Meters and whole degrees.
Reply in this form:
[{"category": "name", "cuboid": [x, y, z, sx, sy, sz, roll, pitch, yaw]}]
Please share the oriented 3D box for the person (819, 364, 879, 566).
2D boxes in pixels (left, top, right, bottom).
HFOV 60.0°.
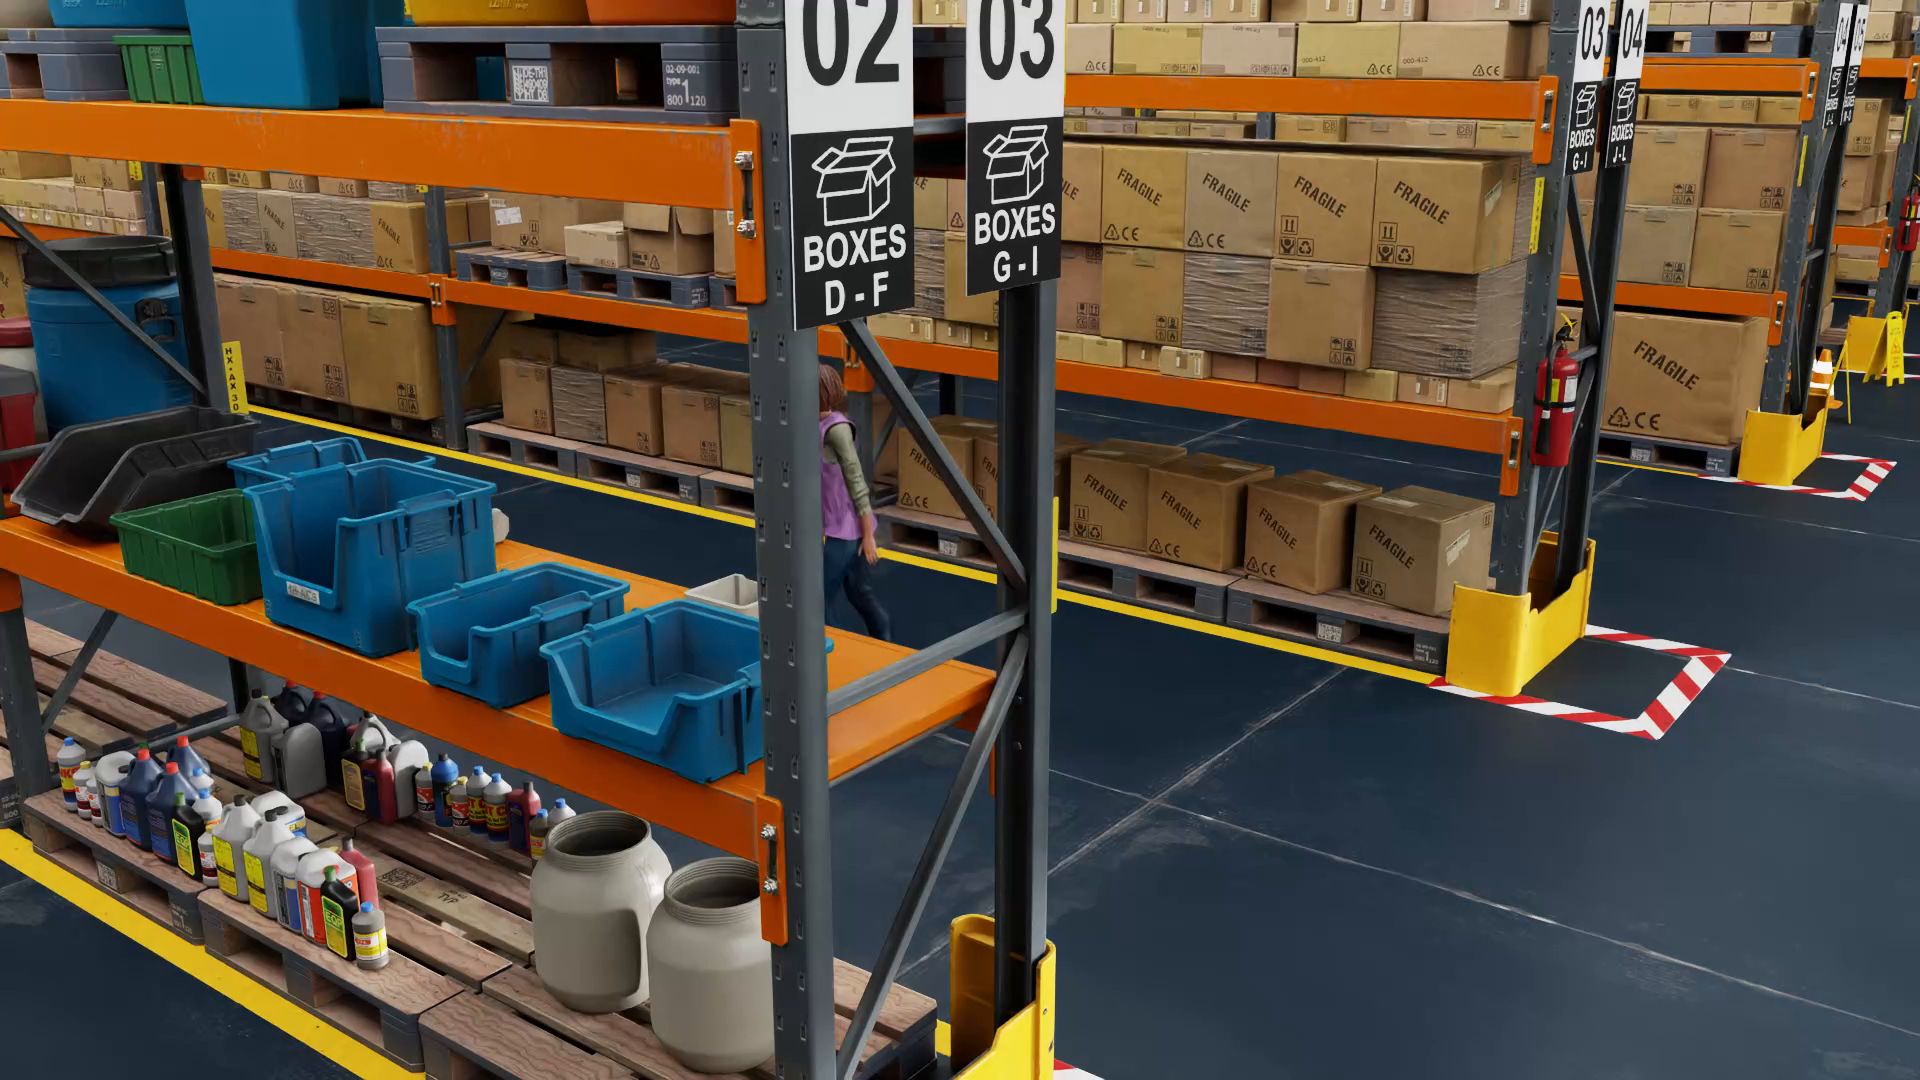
[{"category": "person", "cuboid": [-0.544, -0.016, 7.643, 0.575, 1.619, 0.441, -4, 17, -14]}]
